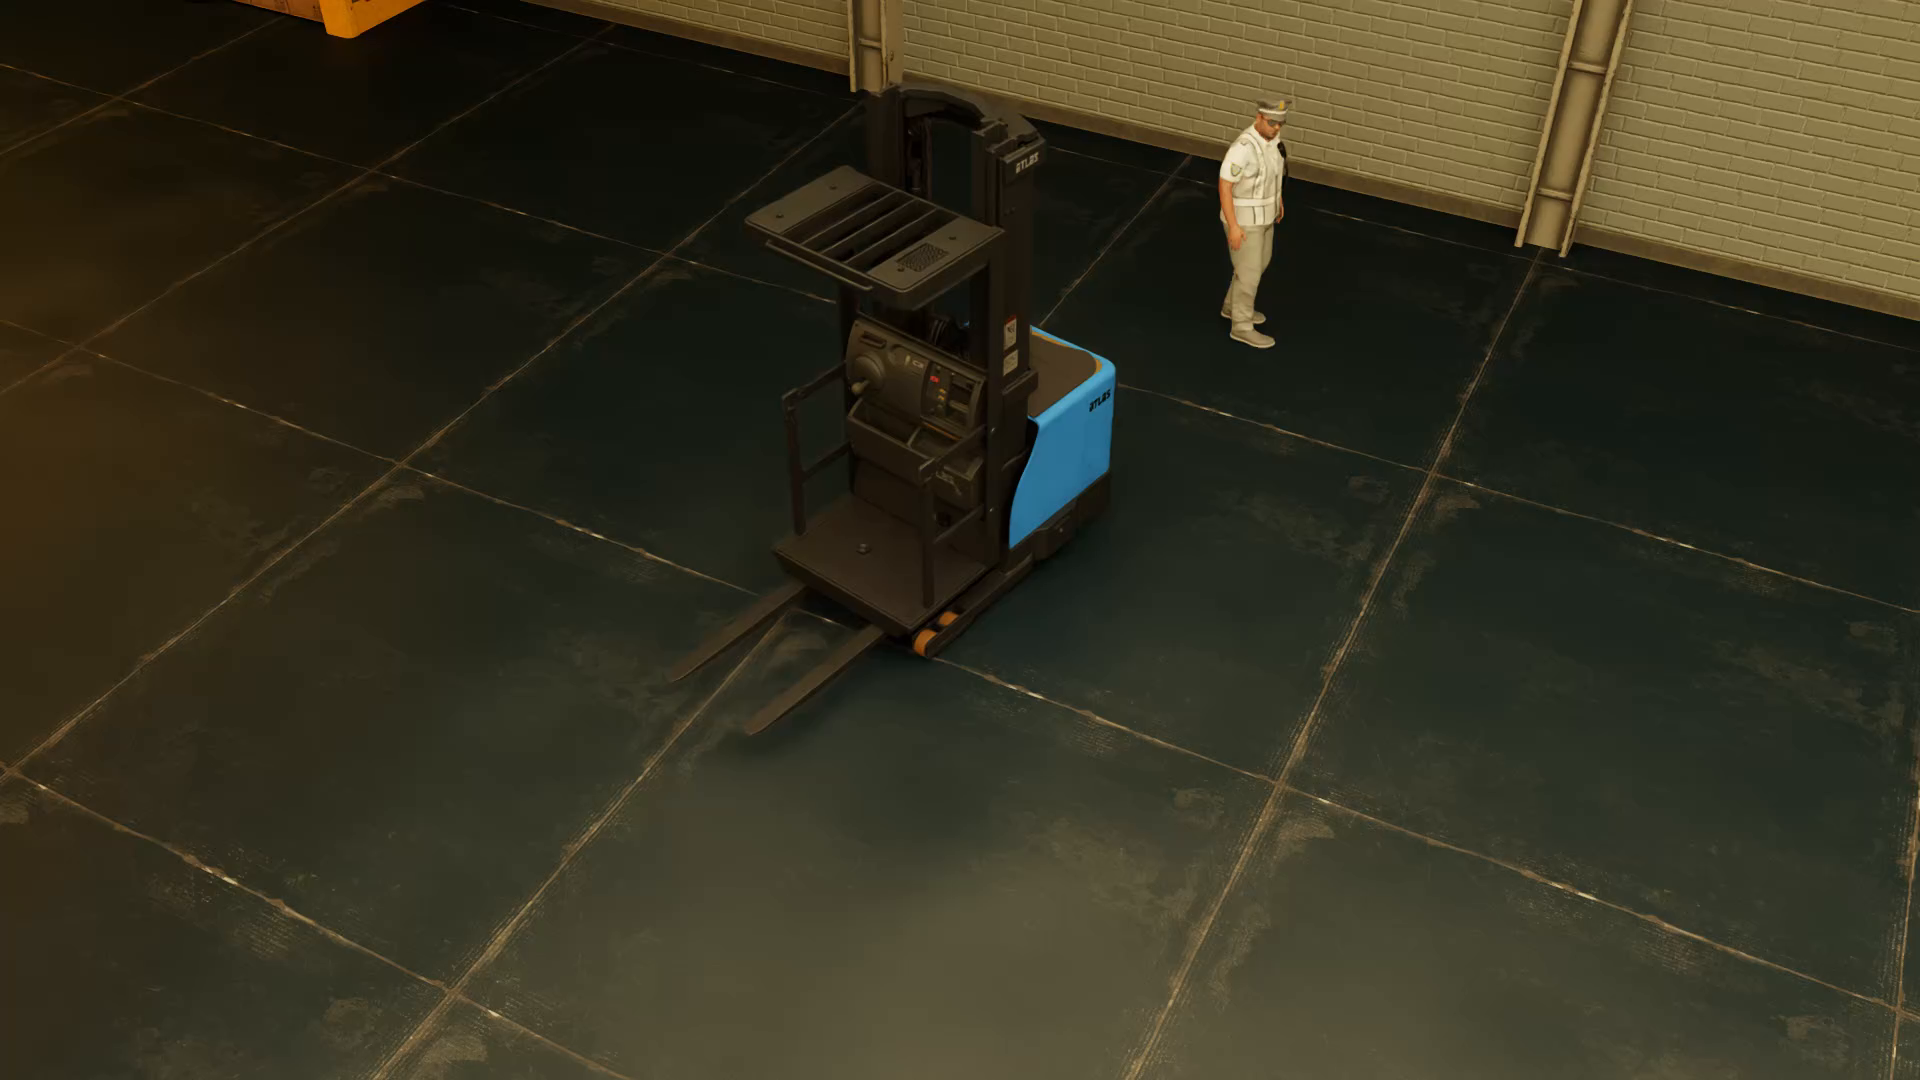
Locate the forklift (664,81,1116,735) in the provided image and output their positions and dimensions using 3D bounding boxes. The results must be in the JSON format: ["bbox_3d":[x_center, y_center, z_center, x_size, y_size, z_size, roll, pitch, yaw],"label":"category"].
[{"bbox_3d":[-0.387,-0.817,8.956,1.130,2.935,3.031,28,48,29],"label":"forklift"}]

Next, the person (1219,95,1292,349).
[{"bbox_3d":[2.095,-2.229,11.543,0.541,1.759,0.720,21,44,23],"label":"person"}]
